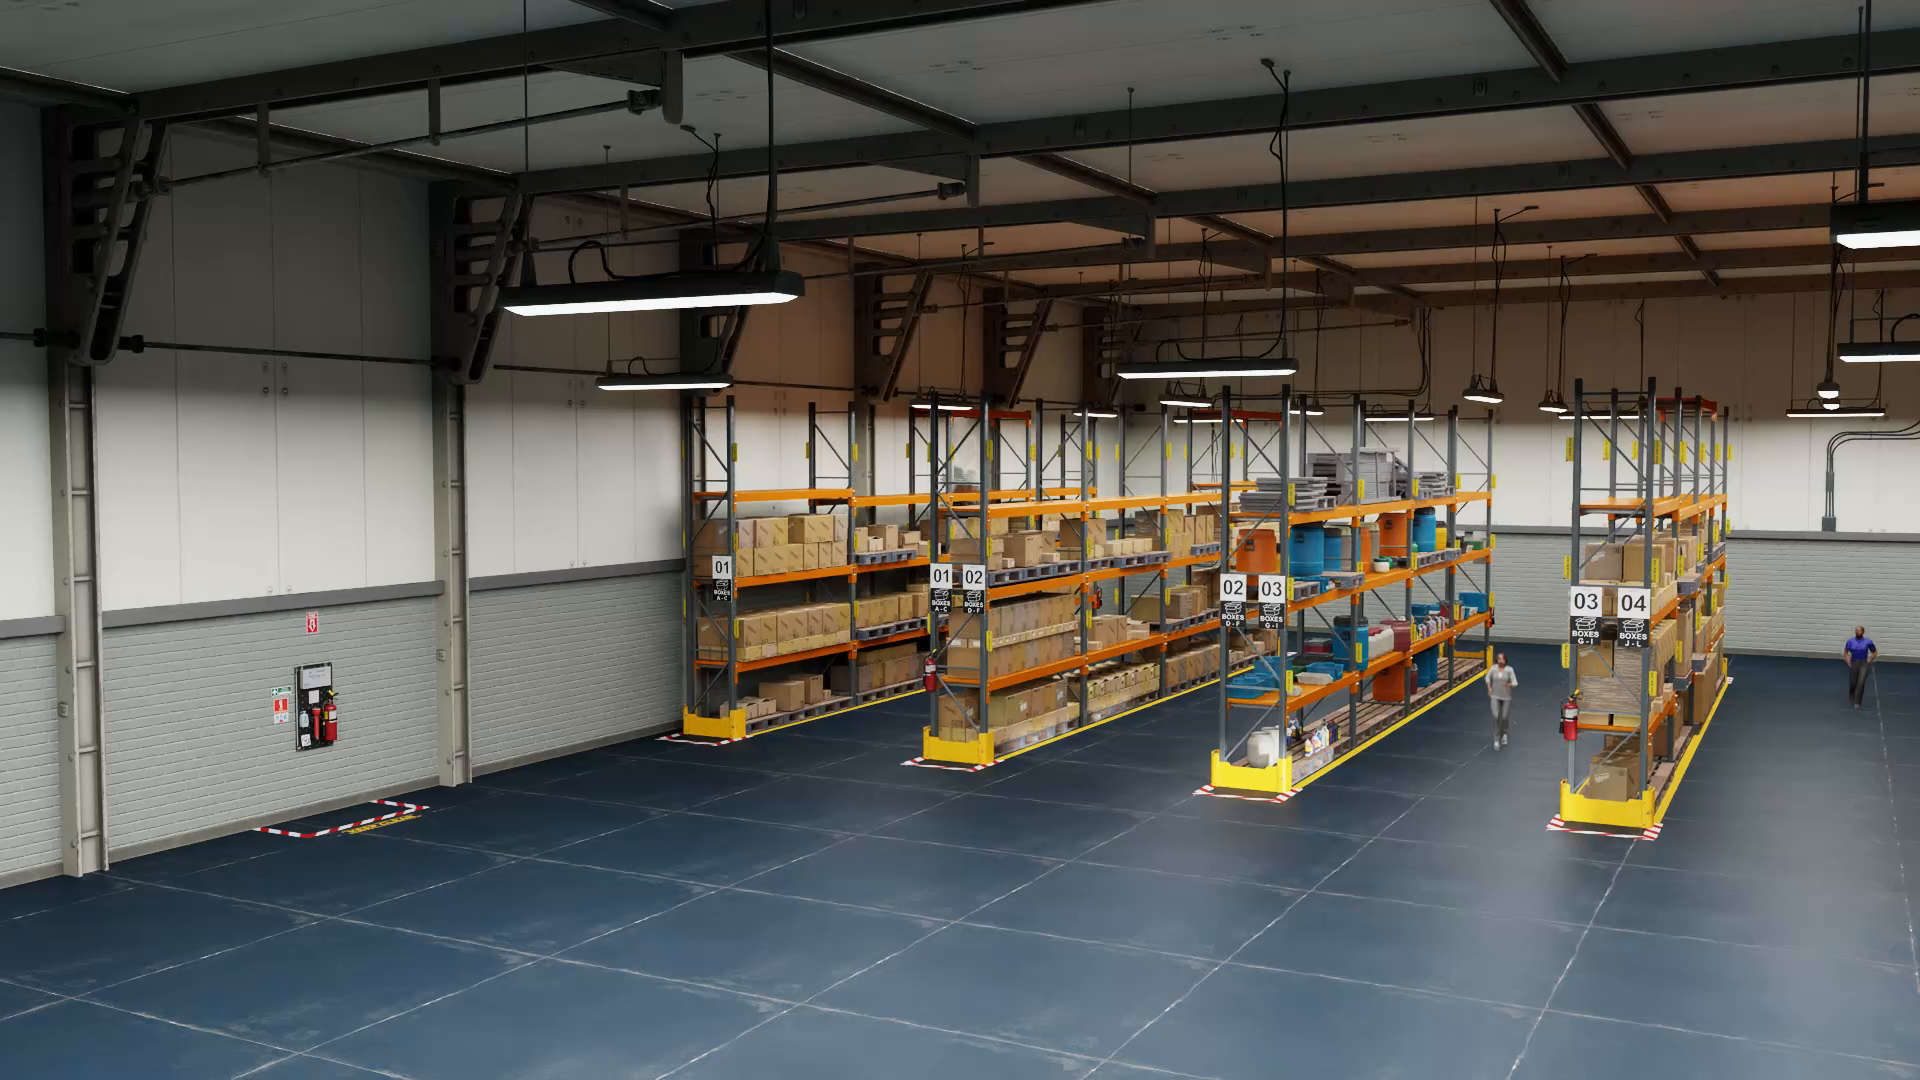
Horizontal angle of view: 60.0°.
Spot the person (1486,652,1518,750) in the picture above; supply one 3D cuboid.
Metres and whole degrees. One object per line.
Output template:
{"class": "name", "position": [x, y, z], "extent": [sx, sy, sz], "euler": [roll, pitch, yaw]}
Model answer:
{"class": "person", "position": [9.146, 2.700, 28.103], "extent": [0.532, 1.609, 0.781], "euler": [1, 3, 21]}

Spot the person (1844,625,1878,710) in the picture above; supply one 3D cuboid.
{"class": "person", "position": [17.665, 2.488, 32.624], "extent": [0.581, 1.638, 0.658], "euler": [2, 4, 34]}
